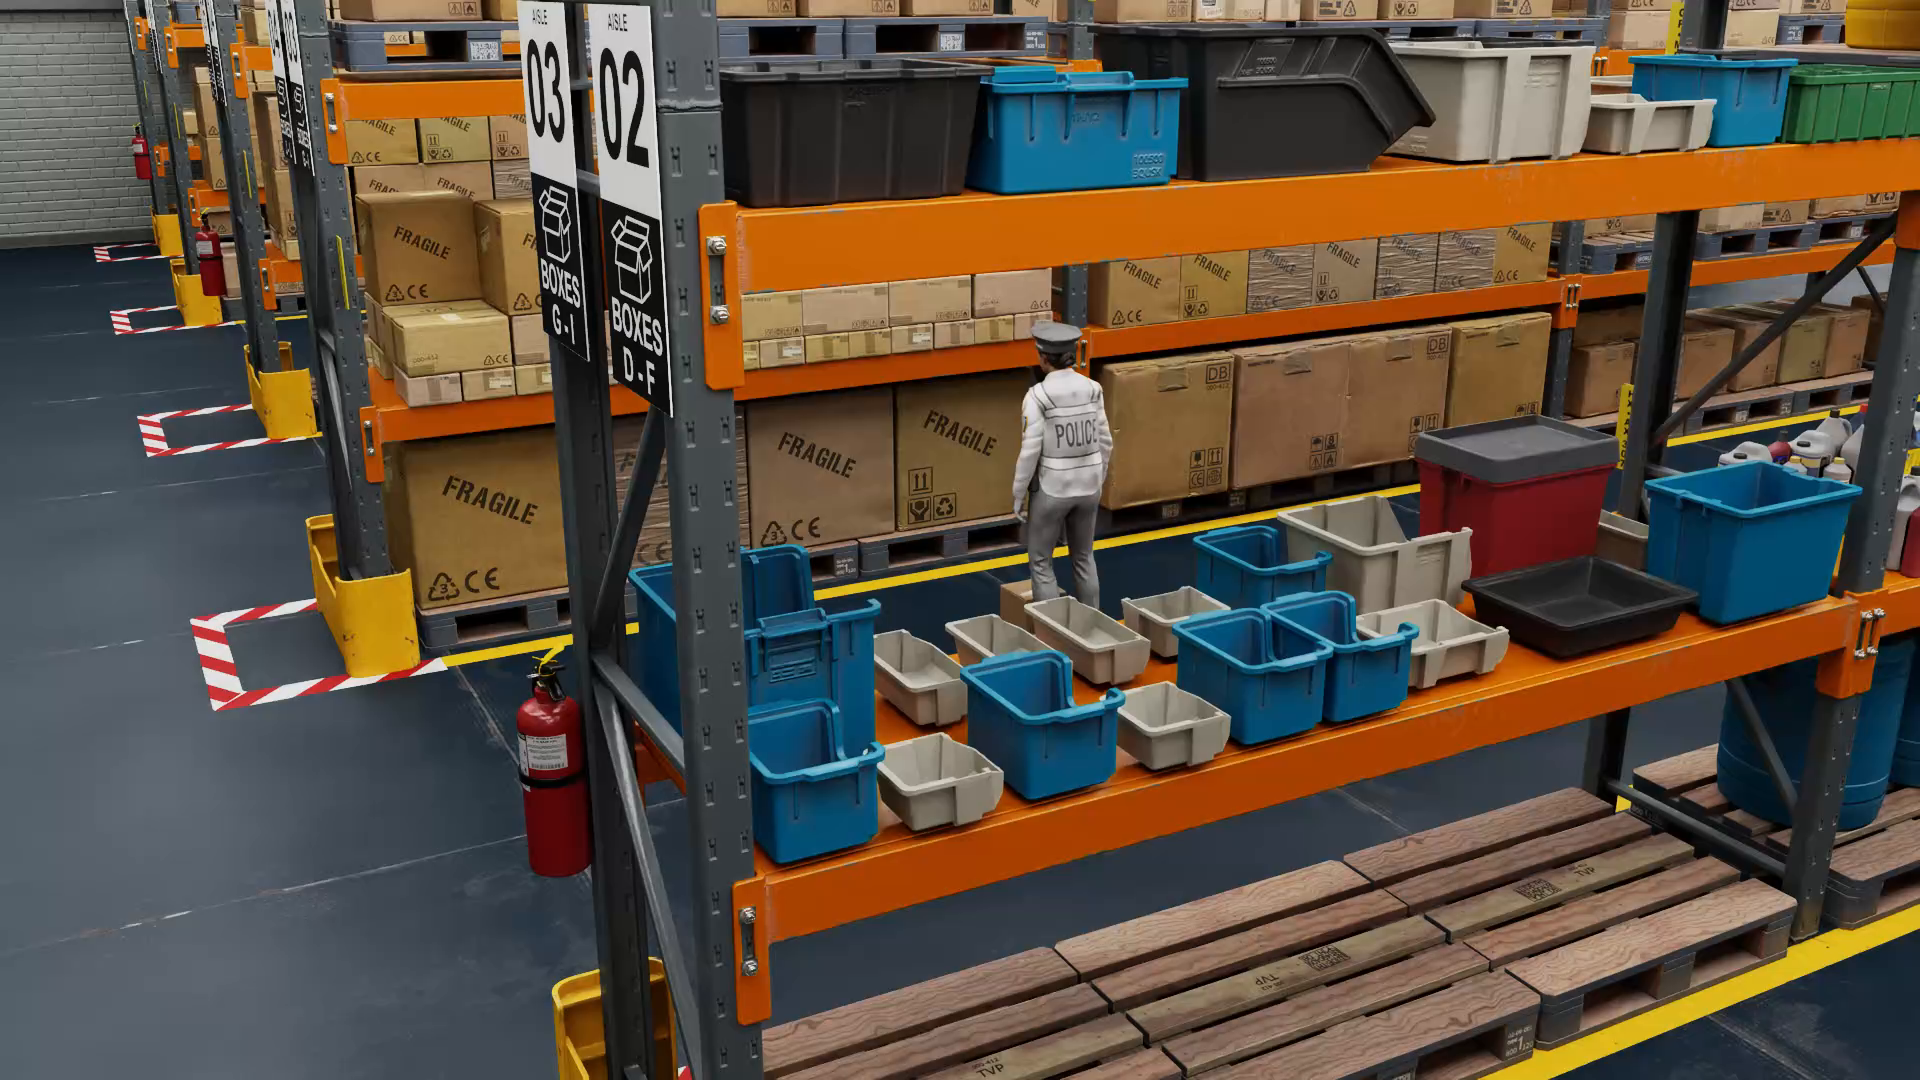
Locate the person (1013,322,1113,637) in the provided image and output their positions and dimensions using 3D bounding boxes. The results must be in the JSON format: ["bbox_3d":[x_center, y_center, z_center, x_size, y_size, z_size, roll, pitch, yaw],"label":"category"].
[{"bbox_3d":[0.502,-0.236,8.256,0.528,1.664,0.372,-10,21,-26],"label":"person"}]
